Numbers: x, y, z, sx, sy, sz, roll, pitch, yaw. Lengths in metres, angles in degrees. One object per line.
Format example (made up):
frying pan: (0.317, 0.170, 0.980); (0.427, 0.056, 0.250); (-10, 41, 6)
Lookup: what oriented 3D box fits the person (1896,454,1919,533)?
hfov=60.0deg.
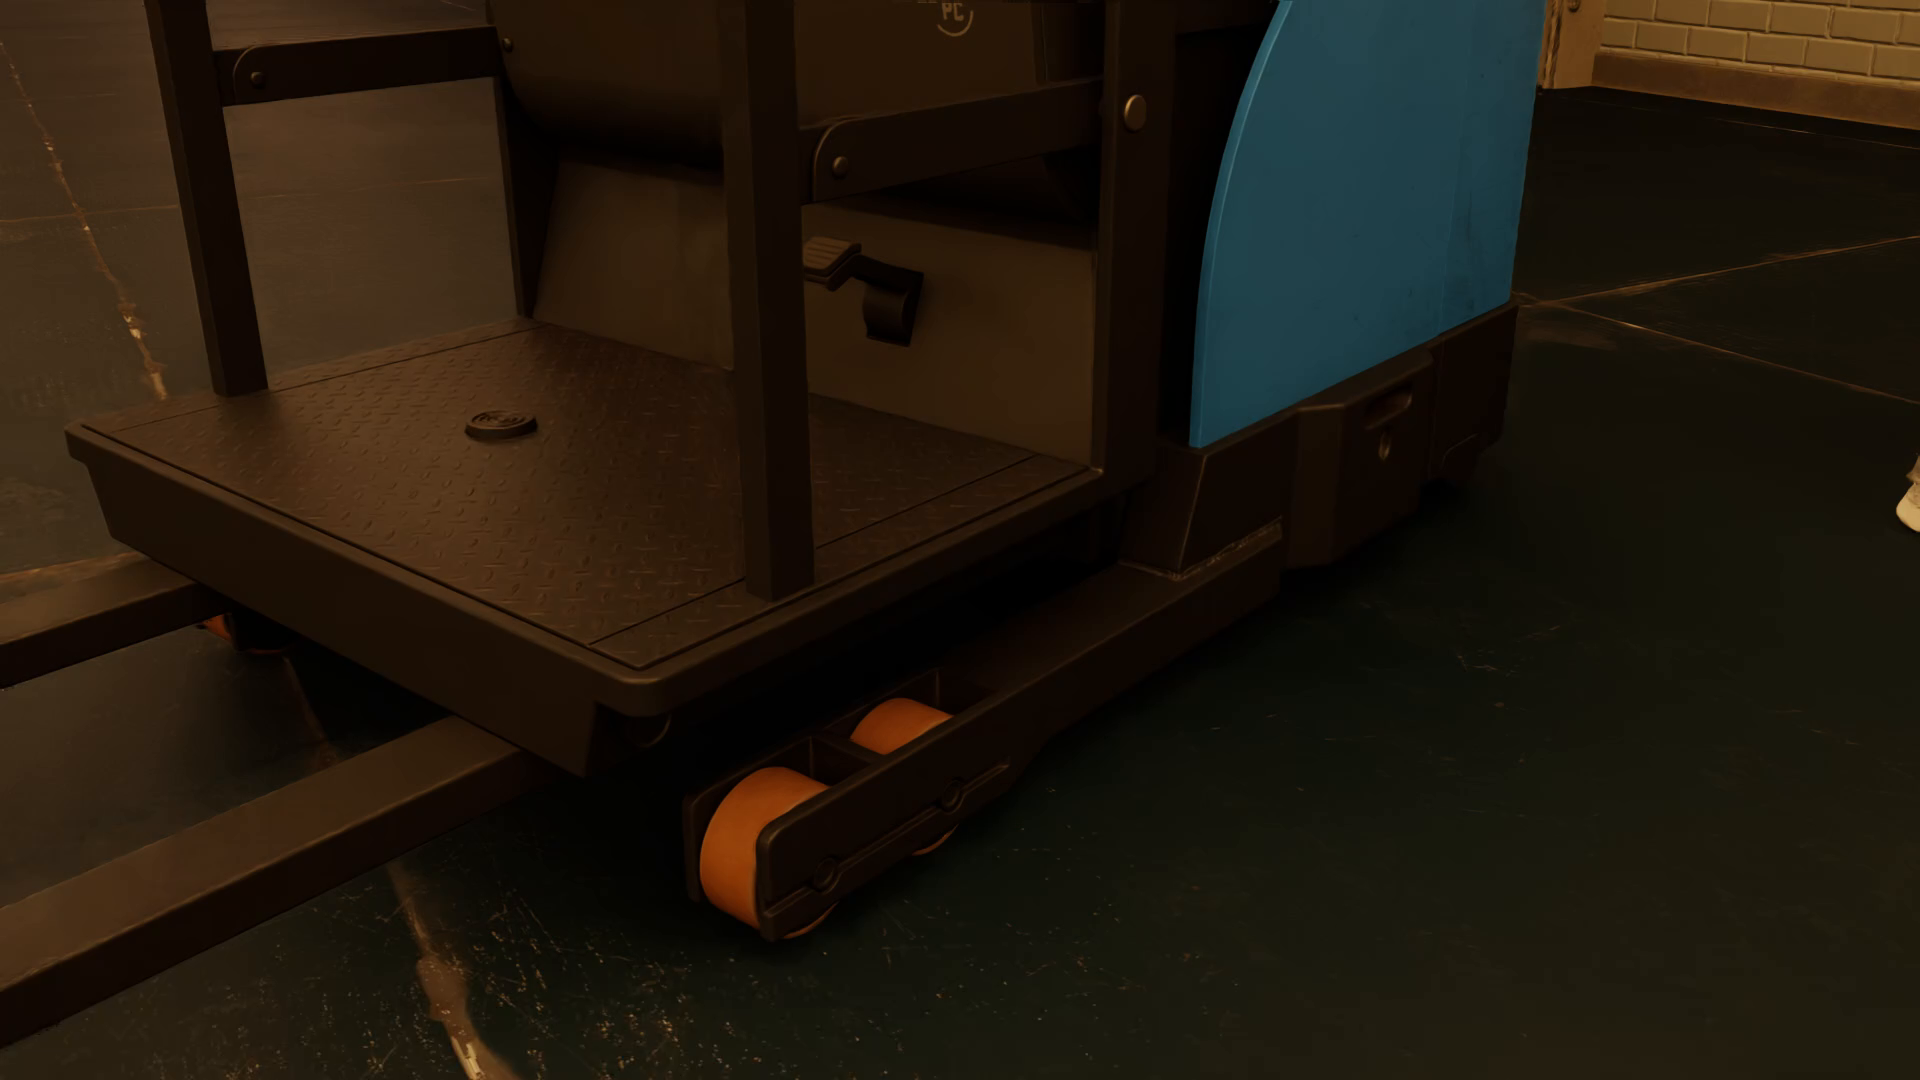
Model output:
person: (1.819, -0.730, 2.526); (0.719, 1.469, 0.717); (-14, 26, -30)

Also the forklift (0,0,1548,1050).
forklift: (-0.382, -1.173, 1.631); (1.130, 2.935, 3.031); (17, 28, 36)
